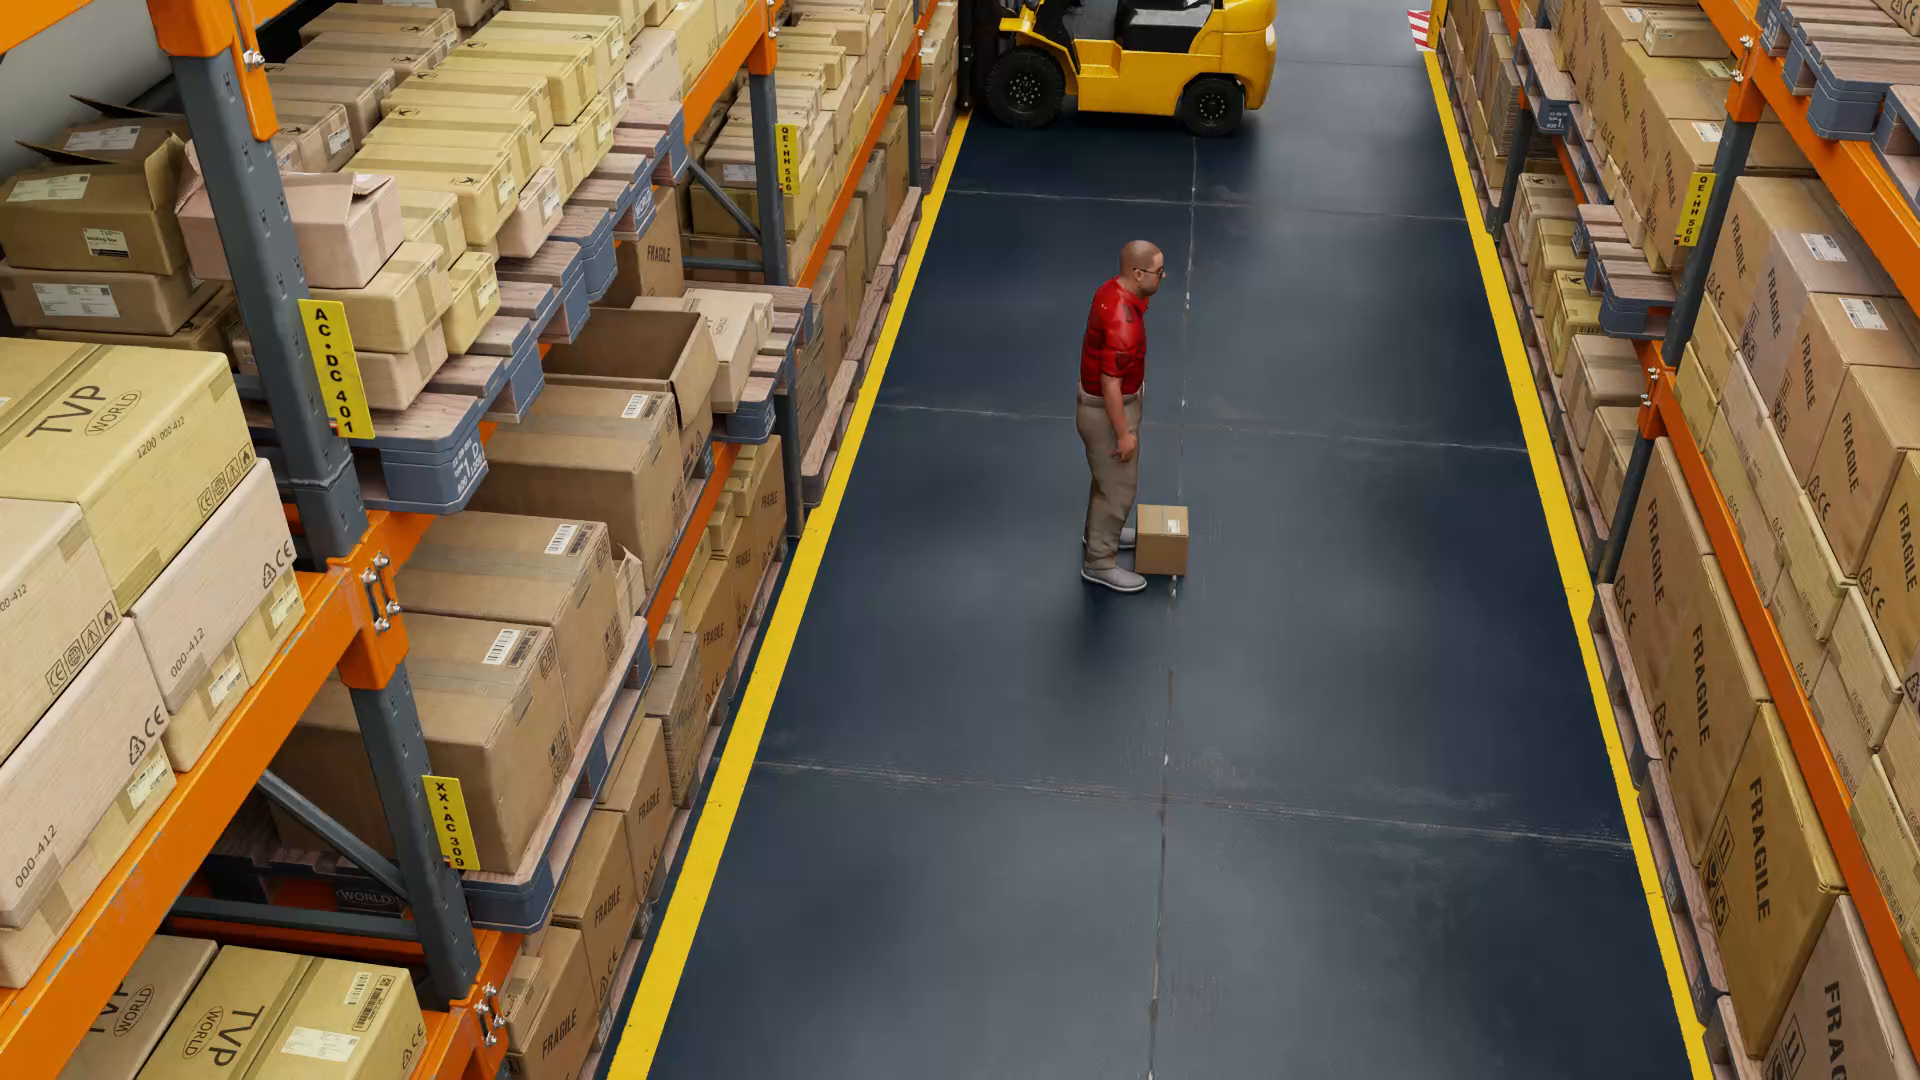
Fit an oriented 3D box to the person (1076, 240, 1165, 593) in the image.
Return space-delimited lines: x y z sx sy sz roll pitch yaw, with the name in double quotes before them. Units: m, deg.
"person" 0.749 -0.614 7.901 0.394 1.726 0.604 2 36 3
